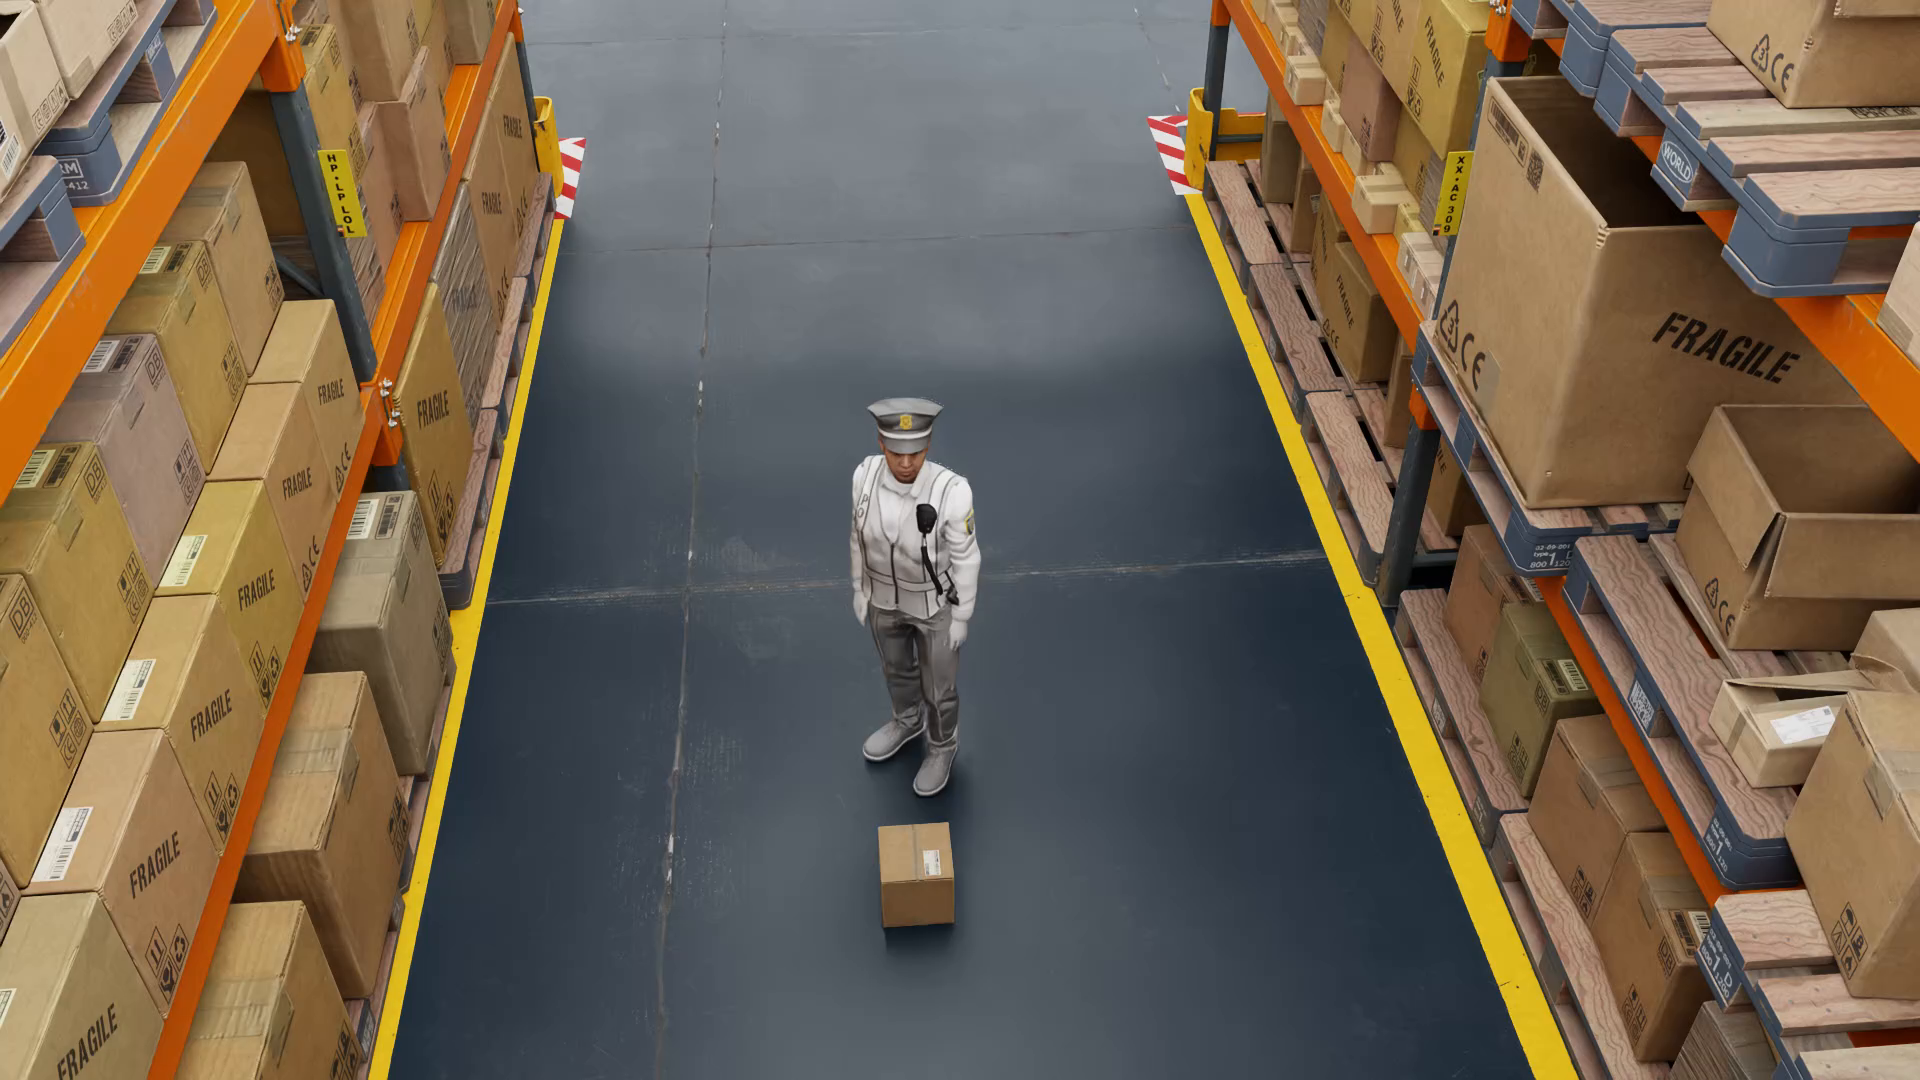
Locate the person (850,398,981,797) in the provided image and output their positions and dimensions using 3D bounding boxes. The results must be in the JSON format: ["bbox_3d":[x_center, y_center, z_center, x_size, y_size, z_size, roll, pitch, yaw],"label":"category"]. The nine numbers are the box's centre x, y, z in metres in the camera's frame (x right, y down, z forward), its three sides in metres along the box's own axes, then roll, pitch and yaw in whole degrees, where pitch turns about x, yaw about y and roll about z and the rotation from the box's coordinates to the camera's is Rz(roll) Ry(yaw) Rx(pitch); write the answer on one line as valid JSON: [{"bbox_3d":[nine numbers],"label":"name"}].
[{"bbox_3d":[-0.163,0.202,5.865,0.487,1.702,0.369,15,42,18],"label":"person"}]
